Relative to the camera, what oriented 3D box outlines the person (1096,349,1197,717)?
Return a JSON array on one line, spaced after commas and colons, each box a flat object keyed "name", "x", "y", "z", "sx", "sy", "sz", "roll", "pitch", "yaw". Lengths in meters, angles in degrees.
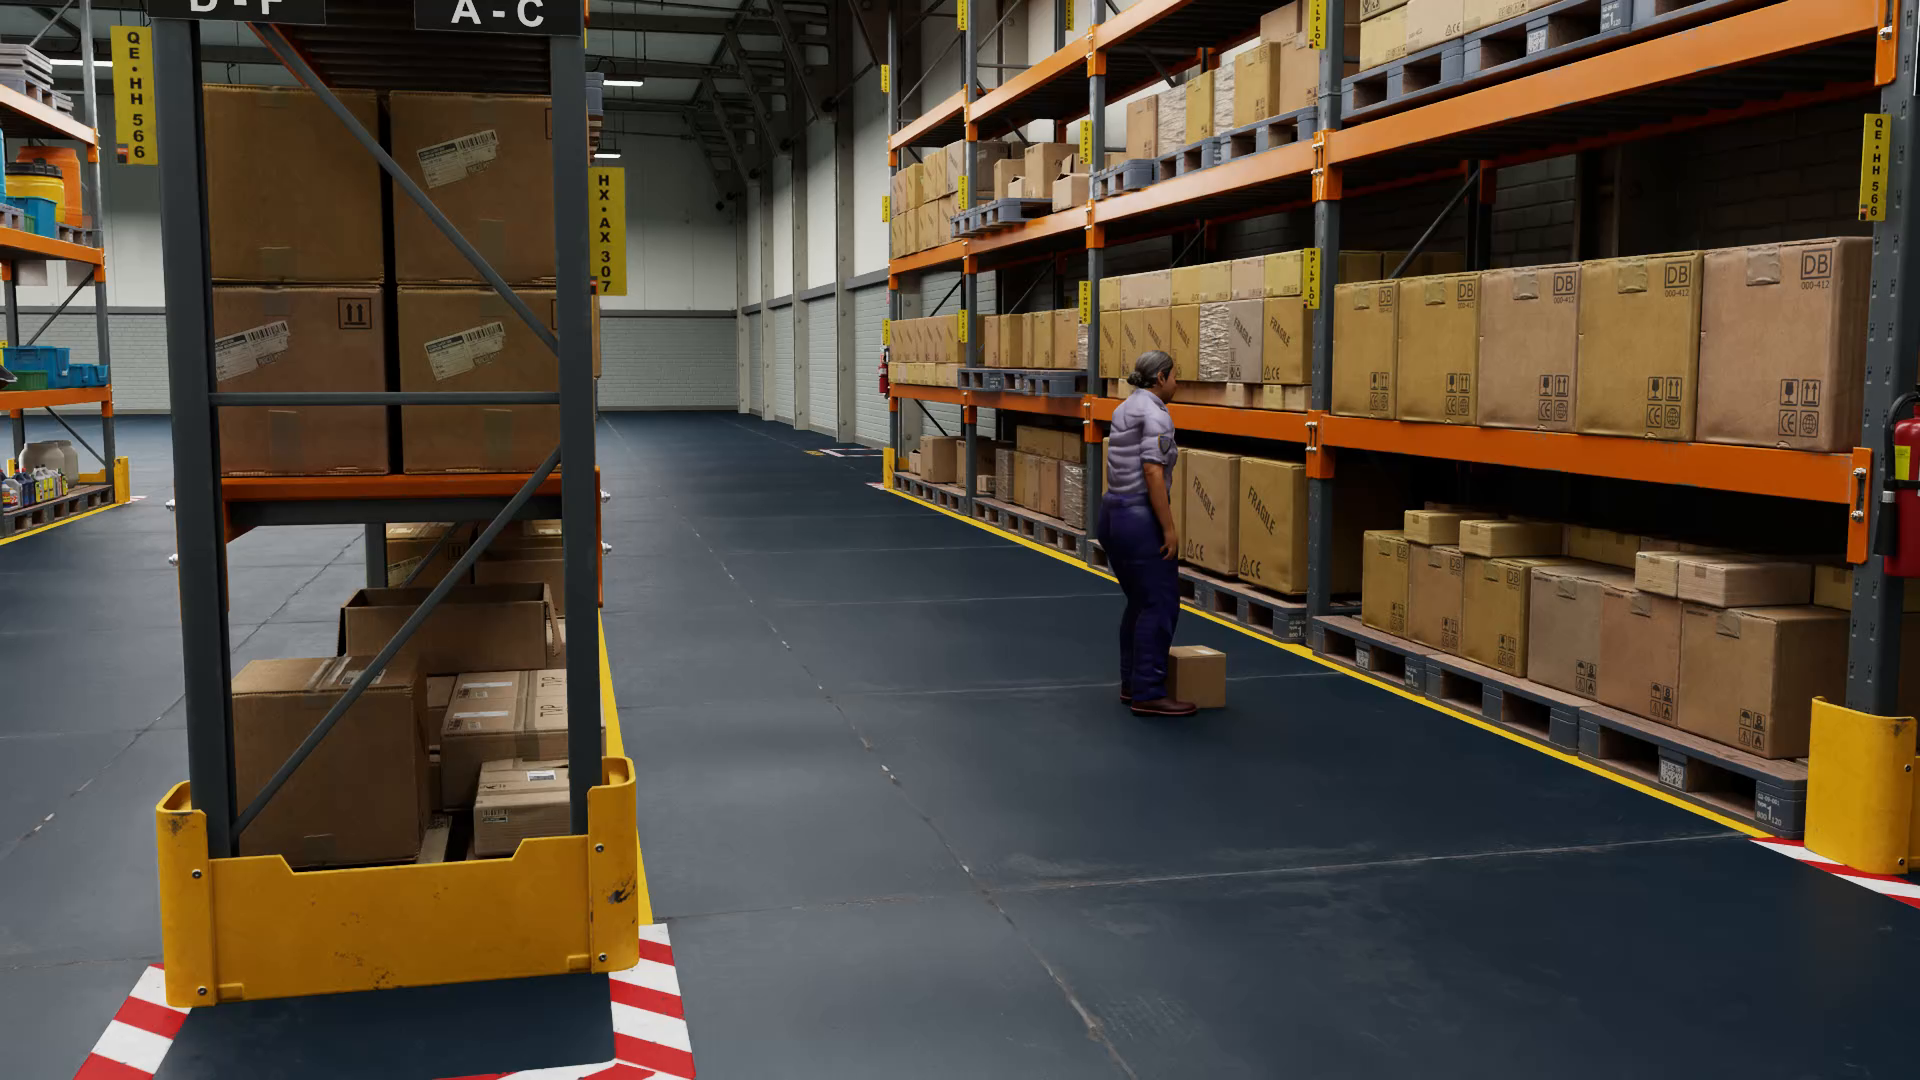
[{"name": "person", "x": 0.868, "y": -0.047, "z": 7.653, "sx": 0.426, "sy": 1.651, "sz": 0.560, "roll": -2, "pitch": 7, "yaw": -17}]
